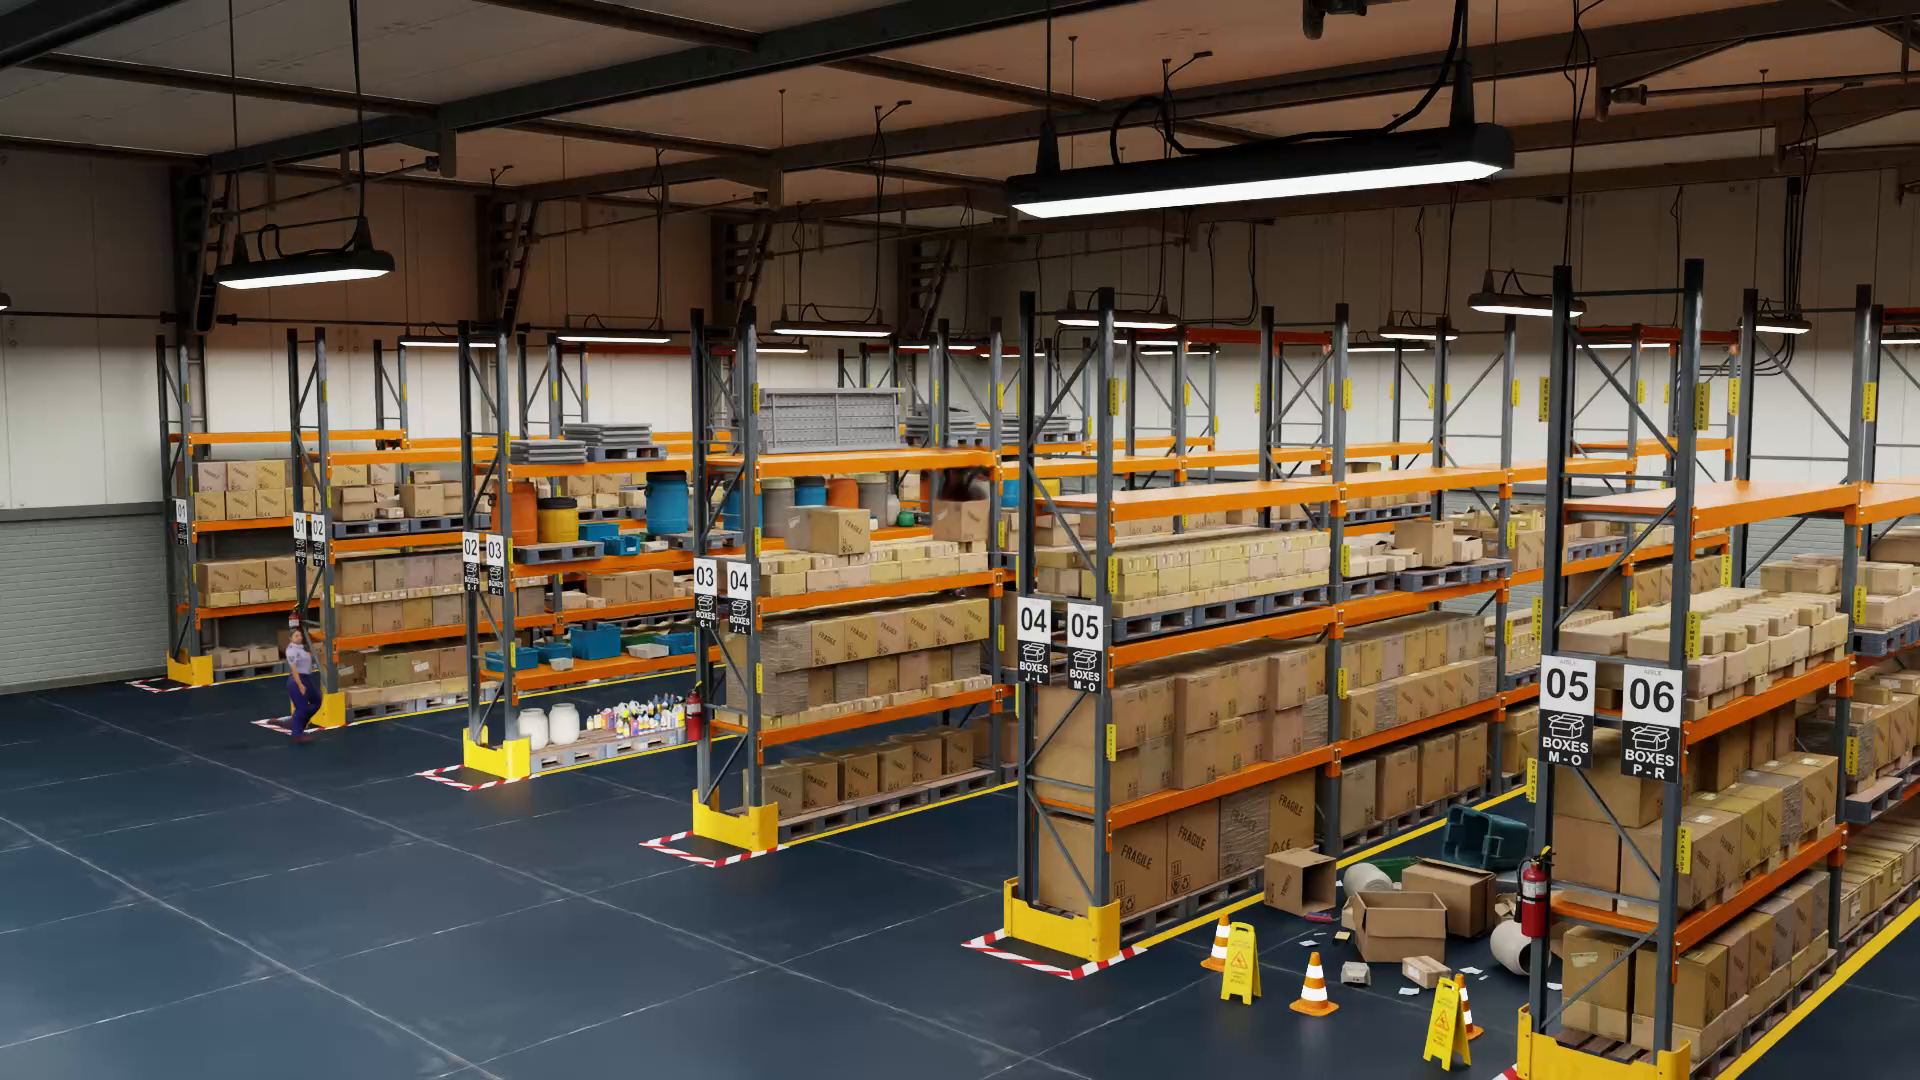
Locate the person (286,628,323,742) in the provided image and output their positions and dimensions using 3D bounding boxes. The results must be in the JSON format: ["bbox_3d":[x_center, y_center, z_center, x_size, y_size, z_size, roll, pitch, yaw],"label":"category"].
[{"bbox_3d":[-9.452,2.093,23.943,0.428,1.647,0.512,-1,5,-9],"label":"person"}]

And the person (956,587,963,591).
[{"bbox_3d":[-0.278,0.469,40.903,0.725,1.722,1.057,4,7,36],"label":"person"}]
